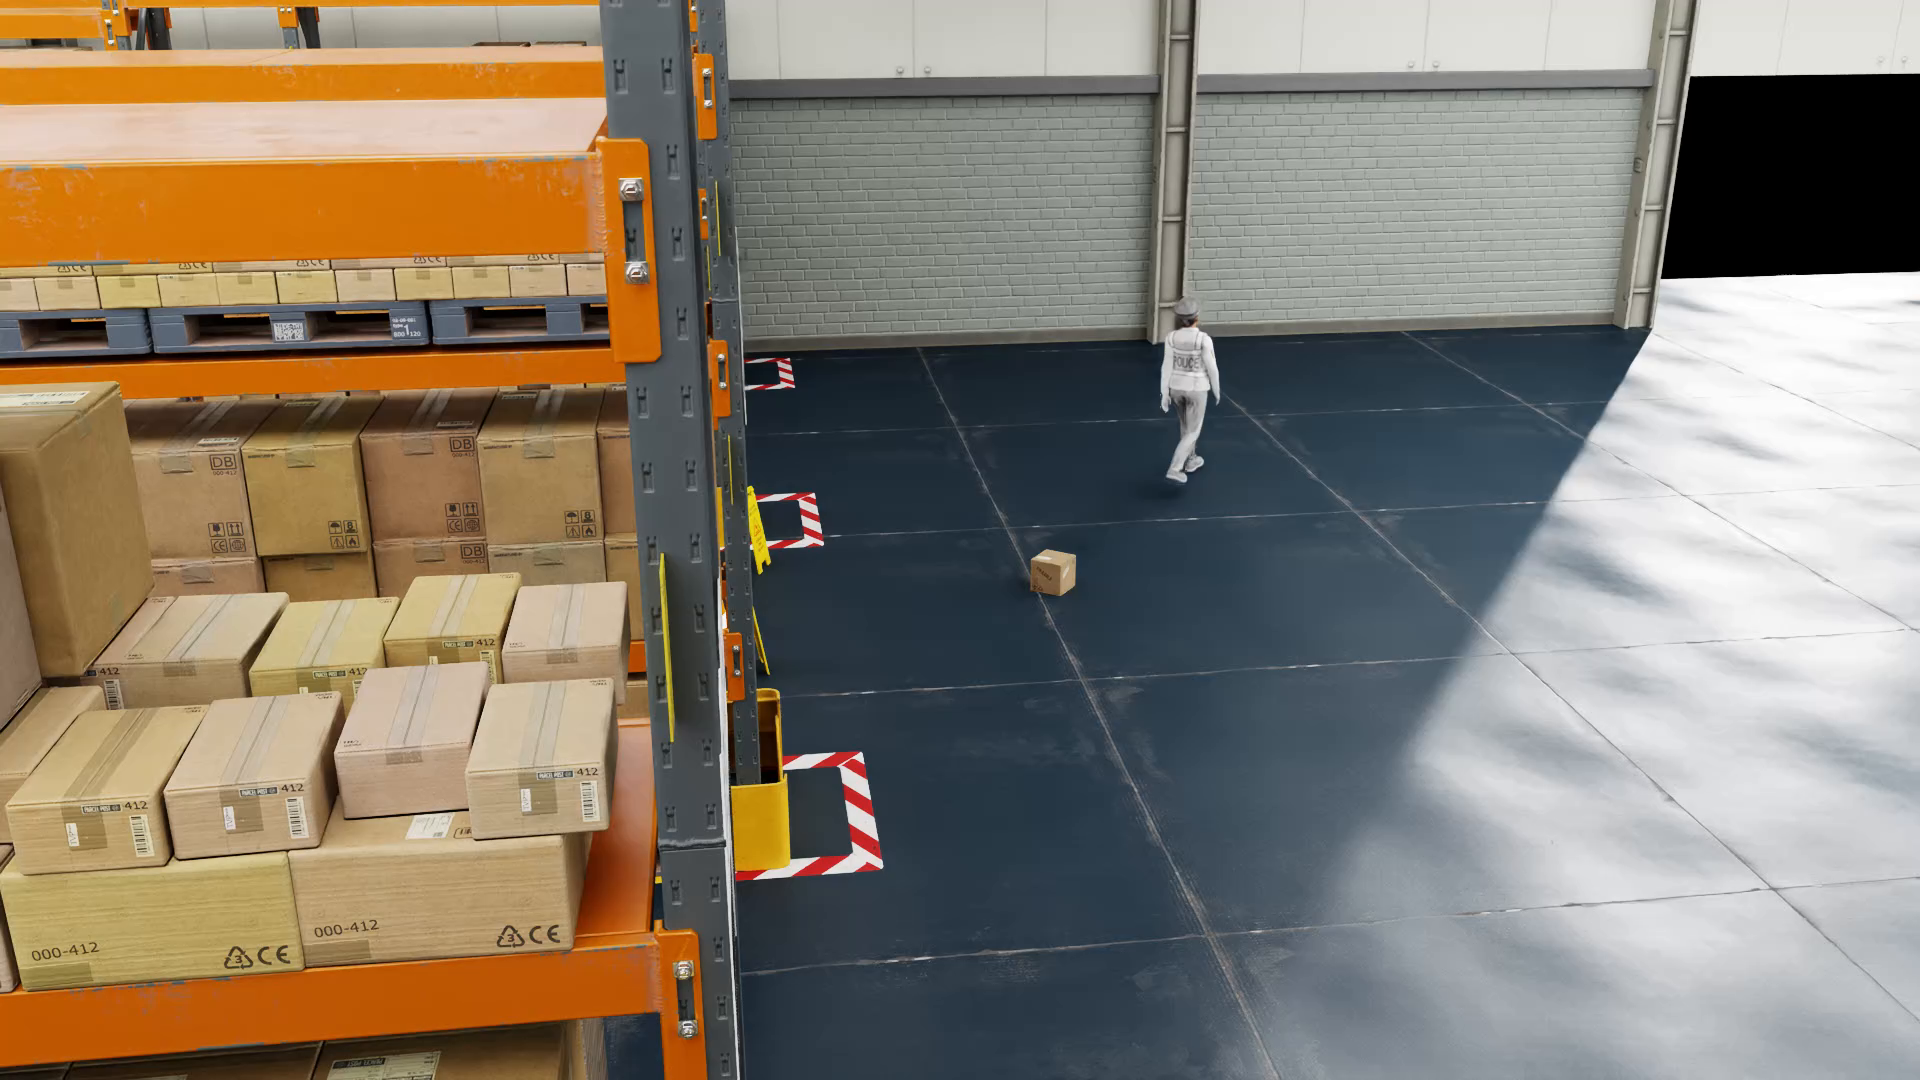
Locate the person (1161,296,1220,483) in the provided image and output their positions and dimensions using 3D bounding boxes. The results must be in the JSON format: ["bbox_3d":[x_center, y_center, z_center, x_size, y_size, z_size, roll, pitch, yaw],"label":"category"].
[{"bbox_3d":[2.025,-1.319,14.617,0.482,1.647,0.941,13,24,31],"label":"person"}]
